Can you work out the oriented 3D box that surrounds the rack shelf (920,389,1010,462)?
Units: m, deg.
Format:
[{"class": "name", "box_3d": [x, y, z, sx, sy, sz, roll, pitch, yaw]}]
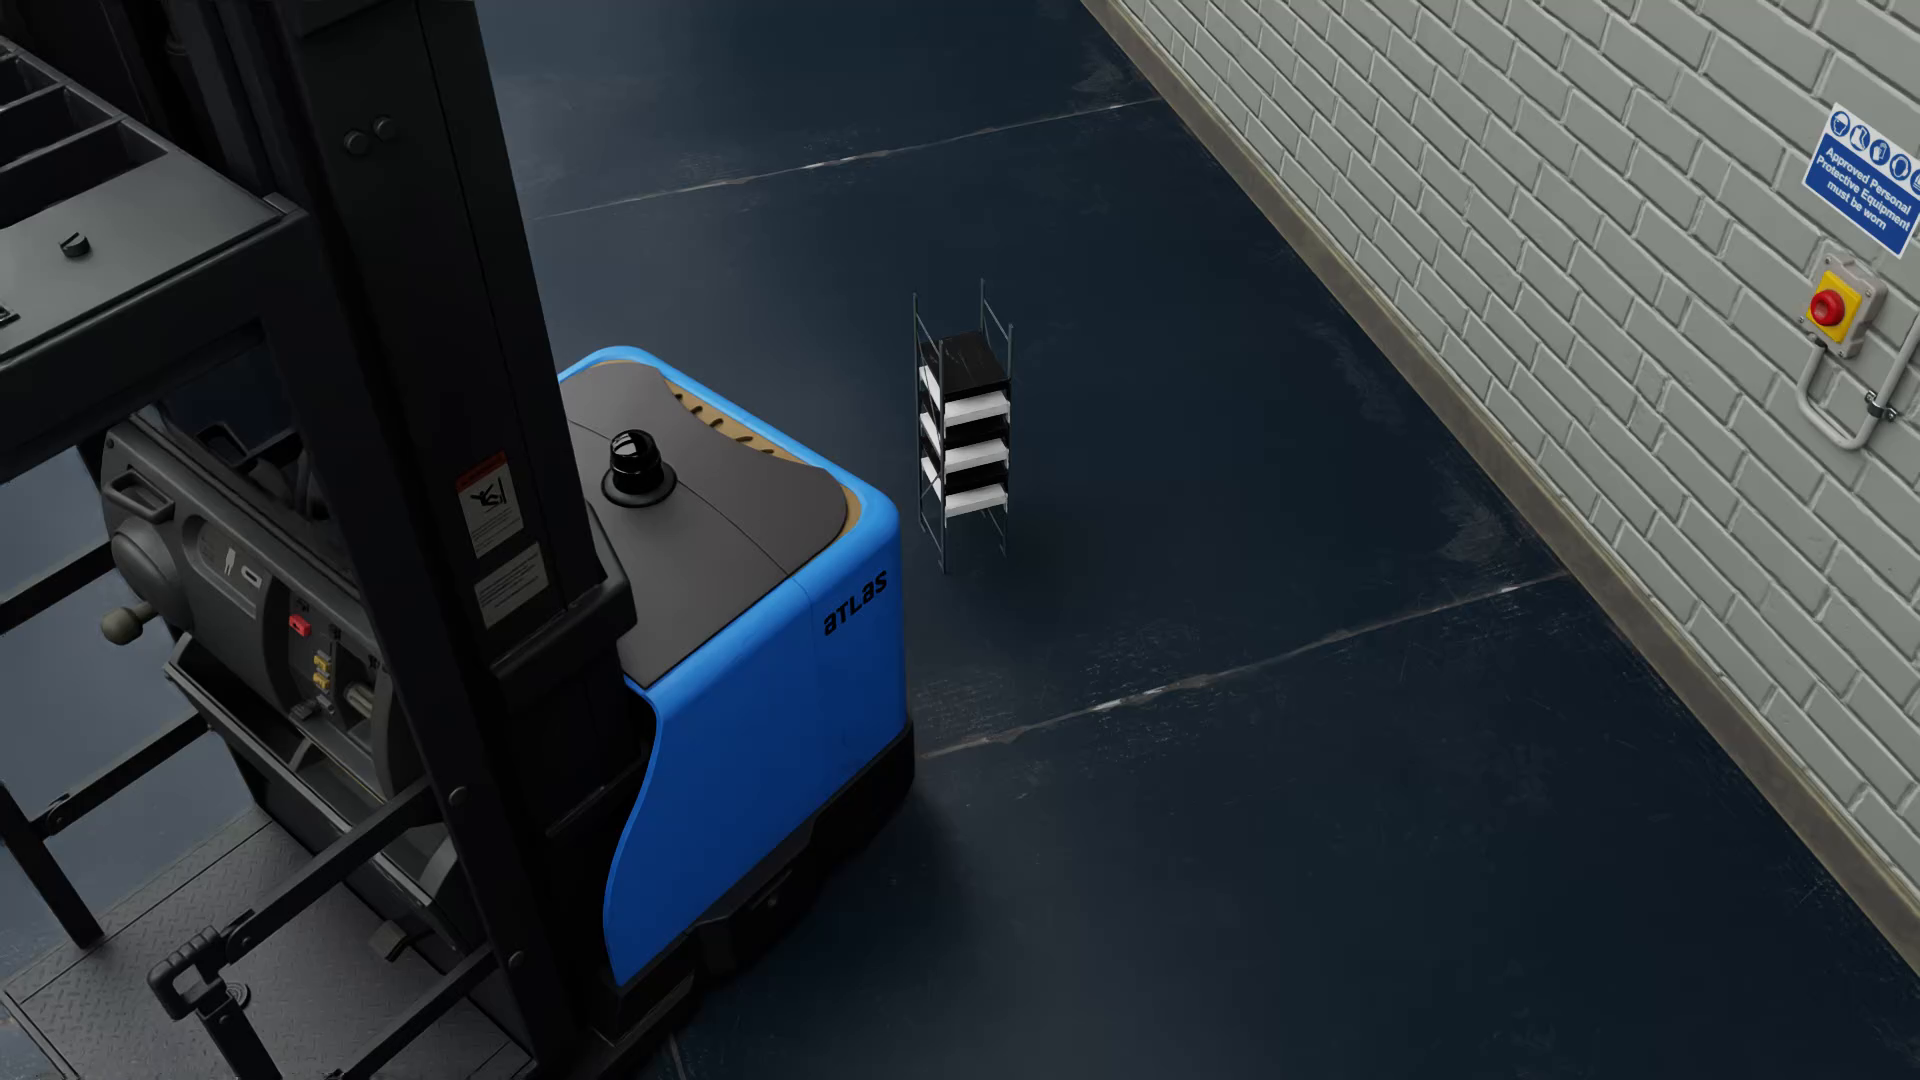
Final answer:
[{"class": "rack shelf", "box_3d": [0.008, -0.360, 4.893, 0.200, 0.077, 0.258, -14, 47, -14]}]

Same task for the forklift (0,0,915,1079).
[{"class": "forklift", "box_3d": [-1.457, 0.218, 2.963, 1.130, 2.935, 3.031, 31, 53, 27]}]

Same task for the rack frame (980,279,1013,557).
[{"class": "rack frame", "box_3d": [0.103, -0.344, 4.958, 0.006, 0.900, 0.240, -14, 47, -14]}]

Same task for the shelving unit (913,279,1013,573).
[{"class": "shelving unit", "box_3d": [0.008, -0.320, 4.933, 0.210, 0.900, 0.258, -14, 47, -14]}]

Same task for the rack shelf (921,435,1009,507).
[{"class": "rack shelf", "box_3d": [0.008, -0.233, 5.021, 0.200, 0.077, 0.258, -14, 47, -14]}]

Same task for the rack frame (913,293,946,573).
[{"class": "rack frame", "box_3d": [-0.088, -0.295, 4.909, 0.006, 0.900, 0.240, -14, 47, -14]}]

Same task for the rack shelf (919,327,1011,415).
[{"class": "rack shelf", "box_3d": [0.008, -0.487, 4.766, 0.200, 0.077, 0.258, -14, 47, -14]}]

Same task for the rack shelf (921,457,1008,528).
[{"class": "rack shelf", "box_3d": [0.008, -0.169, 5.084, 0.200, 0.077, 0.258, -14, 47, -14]}]

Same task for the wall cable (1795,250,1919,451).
[{"class": "wall cable", "box_3d": [2.006, -1.039, 3.429, 0.123, 1.953, 0.585, -14, 47, -14]}]

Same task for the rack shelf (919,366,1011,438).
[{"class": "rack shelf", "box_3d": [0.008, -0.423, 4.829, 0.200, 0.077, 0.258, -14, 47, -14]}]

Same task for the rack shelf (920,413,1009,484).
[{"class": "rack shelf", "box_3d": [0.008, -0.296, 4.957, 0.200, 0.077, 0.258, -14, 47, -14]}]

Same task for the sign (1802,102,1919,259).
[{"class": "sign", "box_3d": [2.047, -0.812, 3.751, 0.001, 0.218, 0.327, -14, 47, -14]}]
